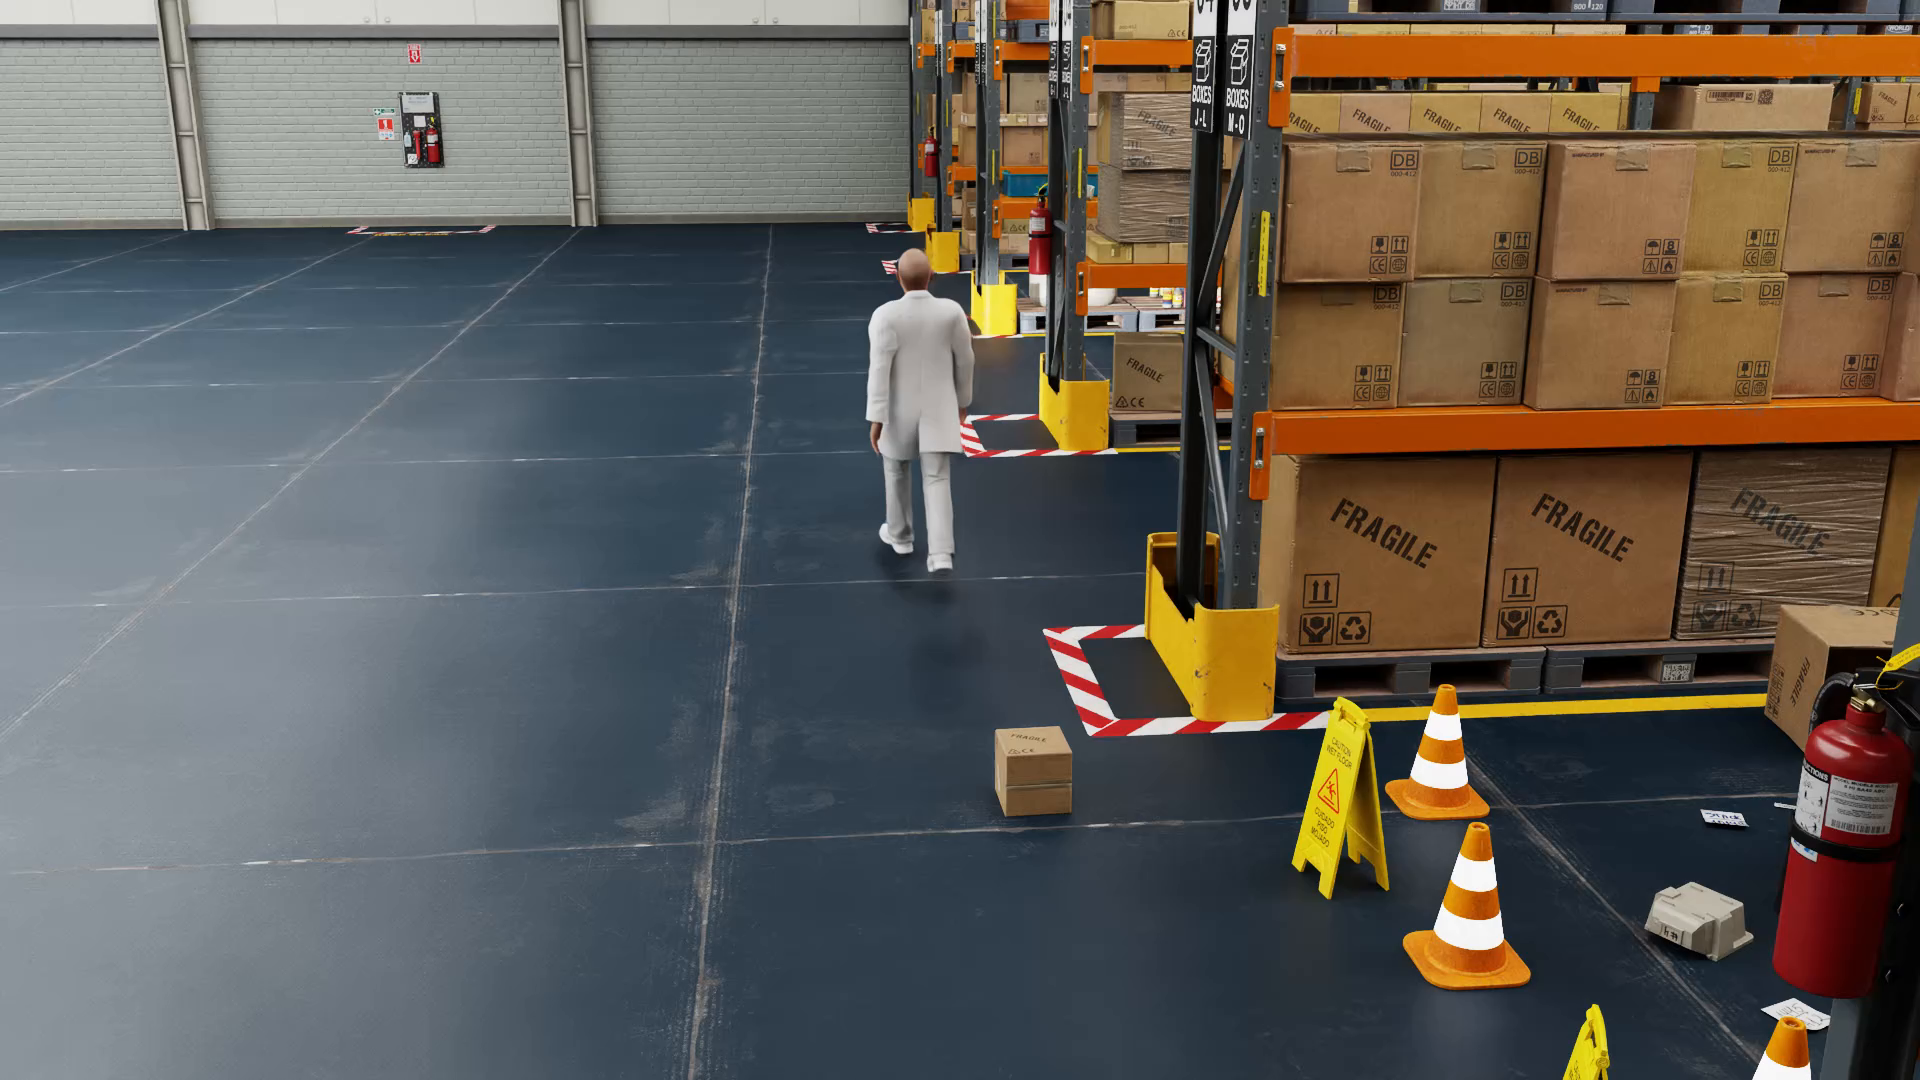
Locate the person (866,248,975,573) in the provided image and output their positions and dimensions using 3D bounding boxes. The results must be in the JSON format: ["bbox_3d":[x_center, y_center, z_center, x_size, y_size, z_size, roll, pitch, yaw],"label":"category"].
[{"bbox_3d":[-0.219,-0.697,8.918,0.612,1.730,1.113,-3,17,-10],"label":"person"}]
